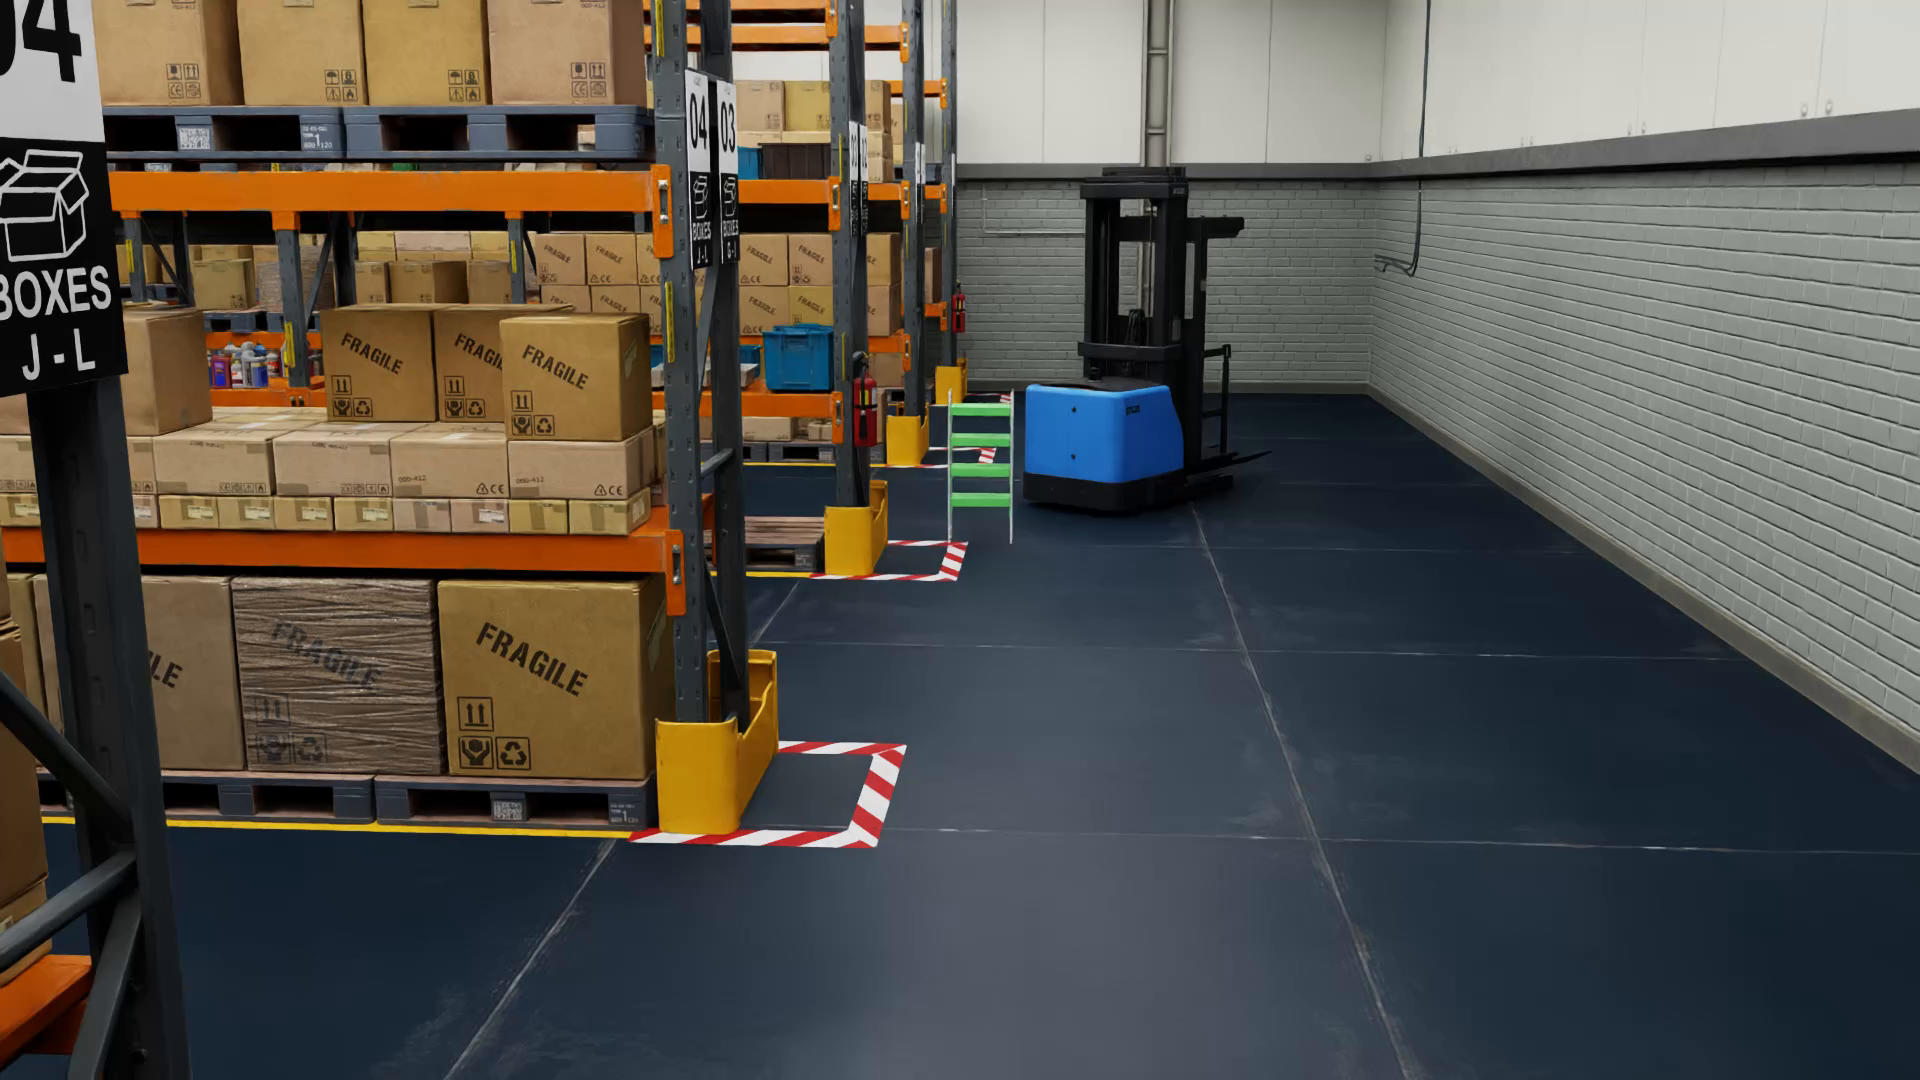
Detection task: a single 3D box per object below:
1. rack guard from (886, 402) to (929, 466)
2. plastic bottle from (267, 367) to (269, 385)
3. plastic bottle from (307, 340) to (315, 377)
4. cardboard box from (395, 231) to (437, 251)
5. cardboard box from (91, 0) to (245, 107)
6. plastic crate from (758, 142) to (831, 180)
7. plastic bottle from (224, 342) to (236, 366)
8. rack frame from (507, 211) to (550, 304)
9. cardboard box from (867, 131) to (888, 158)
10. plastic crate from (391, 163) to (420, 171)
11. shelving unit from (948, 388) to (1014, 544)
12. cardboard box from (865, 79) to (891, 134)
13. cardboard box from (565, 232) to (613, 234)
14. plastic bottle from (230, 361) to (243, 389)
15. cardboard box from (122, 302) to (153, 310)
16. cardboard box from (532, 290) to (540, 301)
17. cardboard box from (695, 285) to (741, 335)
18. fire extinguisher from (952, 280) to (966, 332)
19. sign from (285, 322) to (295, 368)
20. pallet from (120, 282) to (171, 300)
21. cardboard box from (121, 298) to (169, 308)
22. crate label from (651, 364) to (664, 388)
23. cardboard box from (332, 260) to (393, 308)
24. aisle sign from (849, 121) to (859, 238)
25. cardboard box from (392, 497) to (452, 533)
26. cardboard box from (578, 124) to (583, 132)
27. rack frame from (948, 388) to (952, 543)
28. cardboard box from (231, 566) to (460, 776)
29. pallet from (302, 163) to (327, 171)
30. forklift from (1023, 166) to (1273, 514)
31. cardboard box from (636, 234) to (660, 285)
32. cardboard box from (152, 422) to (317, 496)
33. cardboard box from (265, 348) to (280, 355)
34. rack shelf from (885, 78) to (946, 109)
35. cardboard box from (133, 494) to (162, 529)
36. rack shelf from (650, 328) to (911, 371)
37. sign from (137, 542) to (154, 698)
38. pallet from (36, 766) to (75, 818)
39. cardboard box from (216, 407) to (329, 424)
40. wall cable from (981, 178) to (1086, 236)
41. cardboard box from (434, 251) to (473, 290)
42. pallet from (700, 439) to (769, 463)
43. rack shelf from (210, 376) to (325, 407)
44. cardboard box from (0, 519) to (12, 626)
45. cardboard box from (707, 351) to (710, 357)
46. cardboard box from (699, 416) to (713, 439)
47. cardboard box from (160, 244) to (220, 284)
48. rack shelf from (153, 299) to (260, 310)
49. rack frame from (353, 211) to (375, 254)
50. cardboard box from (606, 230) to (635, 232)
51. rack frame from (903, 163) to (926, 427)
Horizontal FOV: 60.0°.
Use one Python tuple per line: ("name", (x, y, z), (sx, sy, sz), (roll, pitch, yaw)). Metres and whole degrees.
("rack guard", (-0.540, -1.117, 17.388), (0.348, 0.500, 1.175), (1, 12, 4))
("plastic bottle", (-5.216, -1.250, 12.405), (0.097, 0.201, 0.097), (0, 12, 0))
("plastic bottle", (-5.128, -1.418, 13.004), (0.133, 0.283, 0.061), (1, 12, 4))
("cardboard box", (-7.147, -3.967, 22.053), (0.500, 0.250, 0.500), (1, 12, 3))
("cardboard box", (-3.288, -2.100, 7.139), (0.500, 0.500, 0.700), (1, 12, 6))
("plastic crate", (-1.165, -2.794, 12.294), (0.590, 0.269, 0.497), (1, 12, 4))
("plastic bottle", (-5.706, -1.416, 13.025), (0.097, 0.271, 0.097), (0, 12, 0))
("rack frame", (-4.456, -2.394, 17.389), (0.127, 3.000, 1.000), (1, 12, 4))
("cardboard box", (-0.994, -3.934, 16.569), (0.500, 0.250, 0.500), (1, 12, 4))
("plastic crate", (-4.348, -2.803, 12.534), (0.662, 0.188, 0.450), (1, 12, 4))
("shelving unit", (0.165, -0.585, 13.134), (0.503, 1.200, 0.258), (1, 12, 4))
("cardboard box", (-0.978, -4.350, 16.725), (0.500, 0.500, 0.700), (1, 12, 4))
("cardboard box", (-3.934, -2.979, 17.496), (0.500, 0.500, 0.500), (1, 12, 4))
("plastic bottle", (-5.323, -1.221, 12.263), (0.097, 0.201, 0.097), (0, 12, 0))
("cardboard box", (-4.145, -0.851, 7.817), (0.500, 0.500, 0.500), (1, 12, 4))
("cardboard box", (-5.500, -3.260, 22.091), (0.250, 0.149, 0.380), (1, 12, 4))
("cardboard box", (-2.448, -2.360, 16.982), (0.500, 0.500, 0.500), (1, 12, 3))
("fire extinguisher", (-0.018, -3.035, 21.551), (0.183, 0.674, 0.296), (1, 12, 4))
("sign", (-4.829, -1.406, 11.986), (0.005, 0.325, 0.100), (1, 12, 4))
("pallet", (-11.358, -3.382, 22.578), (1.213, 0.211, 1.003), (1, 12, 4))
("cardboard box", (-8.807, -2.419, 17.726), (0.500, 0.311, 0.500), (2, 12, 7))
("crate label", (-2.193, -1.208, 12.215), (0.243, 0.136, 0.396), (1, 12, 4))
("cardboard box", (-6.223, -2.661, 17.391), (0.500, 0.500, 0.700), (-2, 12, -11))
("aisle sign", (-0.747, -2.539, 11.733), (0.004, 0.787, 0.394), (1, 12, 4))
("cardboard box", (-2.268, -0.141, 7.230), (0.250, 0.149, 0.380), (1, 12, 5))
("cardboard box", (-3.968, -4.402, 16.975), (0.500, 0.500, 0.700), (1, 12, 4))
("rack frame", (-0.078, -0.588, 13.150), (0.015, 1.200, 0.240), (1, 12, 4))
("cardboard box", (-2.682, 0.514, 7.651), (0.875, 0.875, 0.875), (1, 12, 4))
("pallet", (-6.137, -3.808, 17.277), (1.003, 0.211, 1.213), (1, 12, 4))
("forklift", (1.878, -1.906, 15.220), (1.130, 2.935, 3.031), (9, 15, 38))
("cardboard box", (-2.977, -2.855, 16.903), (0.500, 0.500, 0.500), (0, 12, 2))
("cardboard box", (-3.165, -0.361, 7.307), (0.500, 0.250, 0.500), (1, 12, 4))
("cardboard box", (-9.348, -2.483, 22.843), (0.500, 0.500, 0.700), (1, 12, 4))
("rack shelf", (-2.133, -5.768, 21.597), (4.000, 0.370, 1.077), (1, 12, 4))
("cardboard box", (-3.555, -0.158, 7.312), (0.250, 0.149, 0.380), (1, 12, 4))
("rack shelf", (-2.460, -2.015, 17.332), (4.000, 0.370, 1.077), (1, 12, 4))
("sign", (-1.527, 0.161, 3.057), (0.005, 0.325, 0.100), (1, 12, 4))
("pallet", (-4.368, 1.021, 7.874), (1.213, 0.211, 1.003), (1, 12, 4))
("cardboard box", (-3.132, -0.469, 7.826), (0.500, 0.250, 0.500), (1, 12, 3))
("wall cable", (1.203, -4.025, 22.701), (1.851, 1.984, 0.084), (1, 12, 4))
("cardboard box", (-6.635, -3.591, 22.087), (0.500, 0.500, 0.500), (1, 12, 4))
("pallet", (-2.550, -1.004, 17.551), (1.213, 0.211, 1.003), (1, 12, 4))
("rack shelf", (-6.786, -1.058, 12.756), (4.000, 0.370, 1.077), (1, 12, 4))
("cardboard box", (-1.993, -0.048, 2.761), (0.500, 0.500, 0.500), (1, 12, 3))
("cardboard box", (-3.389, -2.357, 22.291), (0.500, 0.500, 0.700), (1, 12, 4))
("cardboard box", (-2.581, -1.363, 17.482), (0.637, 0.503, 0.797), (1, 12, 4))
("cardboard box", (-10.389, -3.755, 22.572), (0.500, 0.500, 0.700), (2, 12, 12))
("rack shelf", (-10.115, -3.136, 22.693), (4.000, 0.370, 1.077), (1, 12, 4))
("rack frame", (-8.119, -3.461, 22.489), (0.127, 3.000, 1.000), (1, 12, 4))
("cardboard box", (-4.570, -4.037, 22.392), (0.500, 0.250, 0.500), (1, 12, 6))
("rack frame", (-0.465, -2.340, 17.127), (0.127, 3.000, 1.000), (1, 12, 4))
